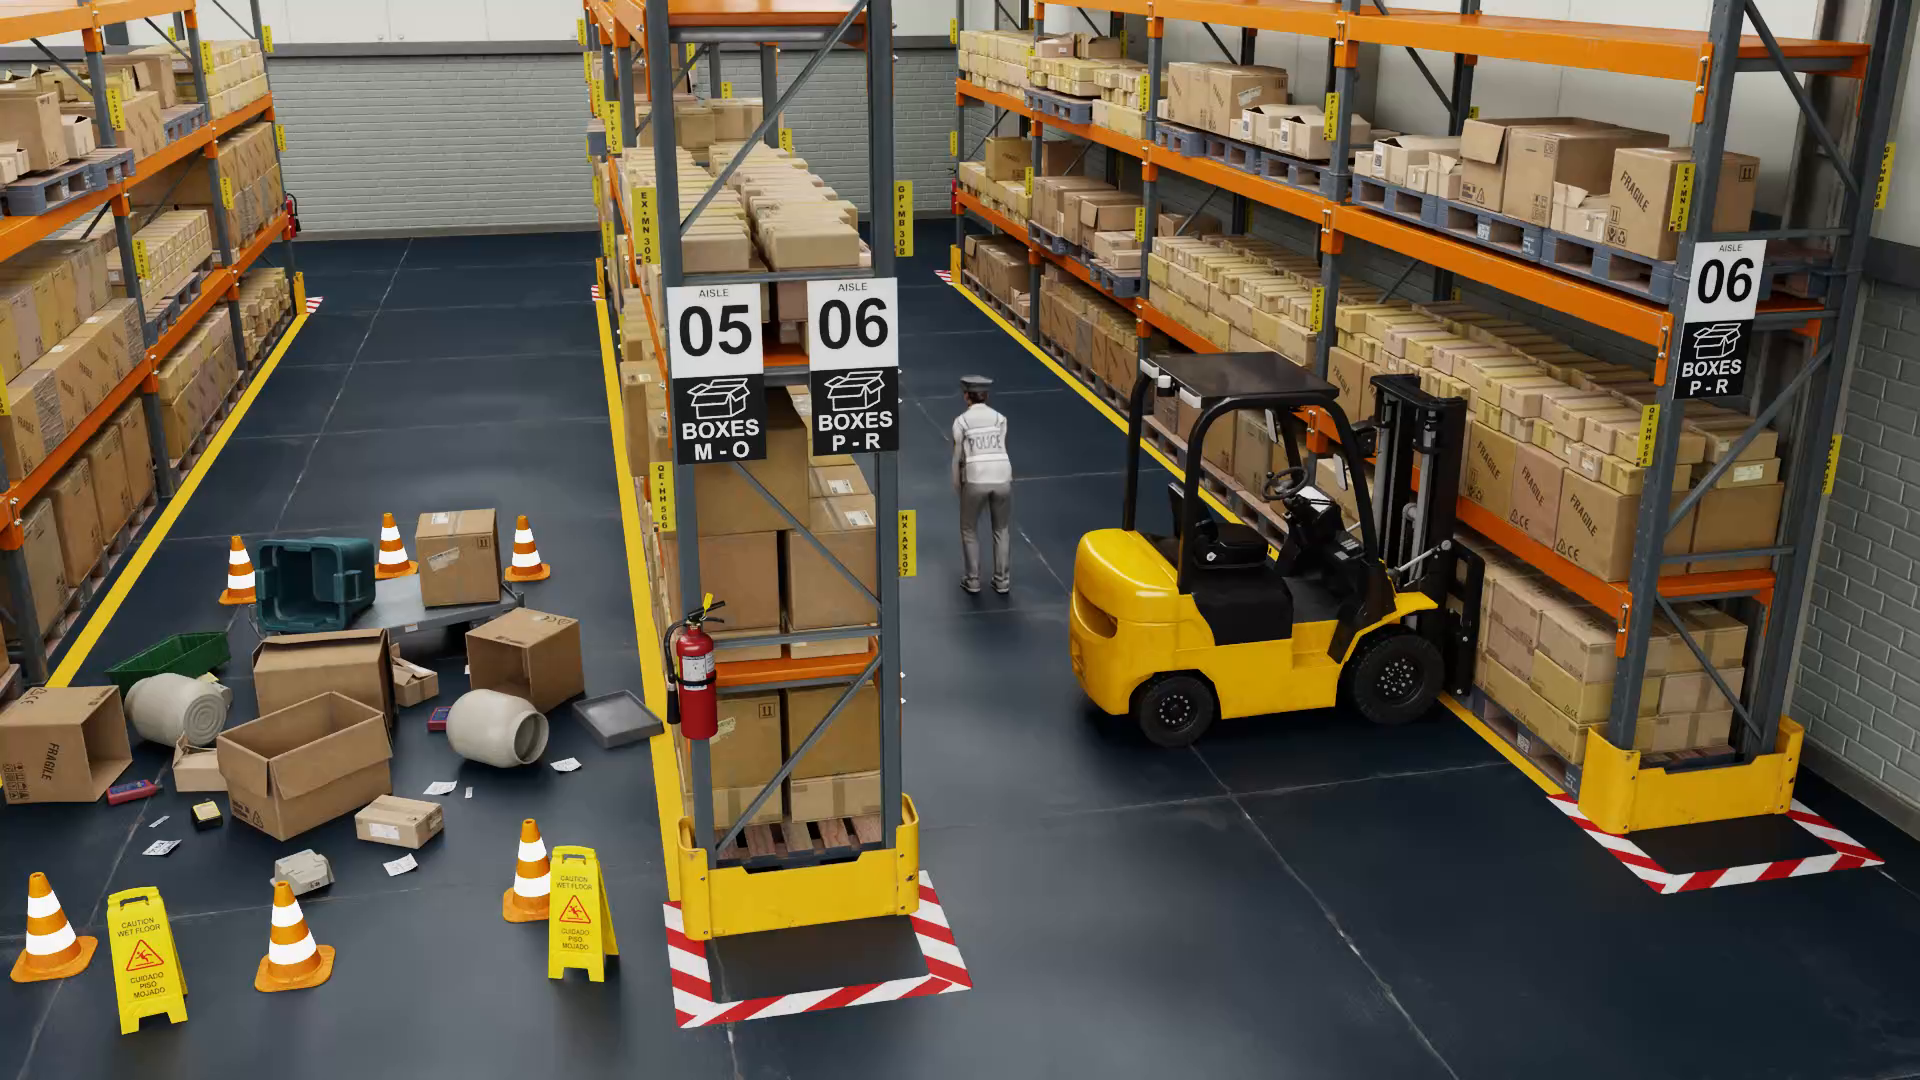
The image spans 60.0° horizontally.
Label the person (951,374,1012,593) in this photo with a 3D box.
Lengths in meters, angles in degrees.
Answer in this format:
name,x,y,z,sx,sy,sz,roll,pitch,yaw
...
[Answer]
name,x,y,z,sx,sy,sz,roll,pitch,yaw
person,0.154,-0.403,12.294,0.409,1.605,0.570,-5,20,-13
